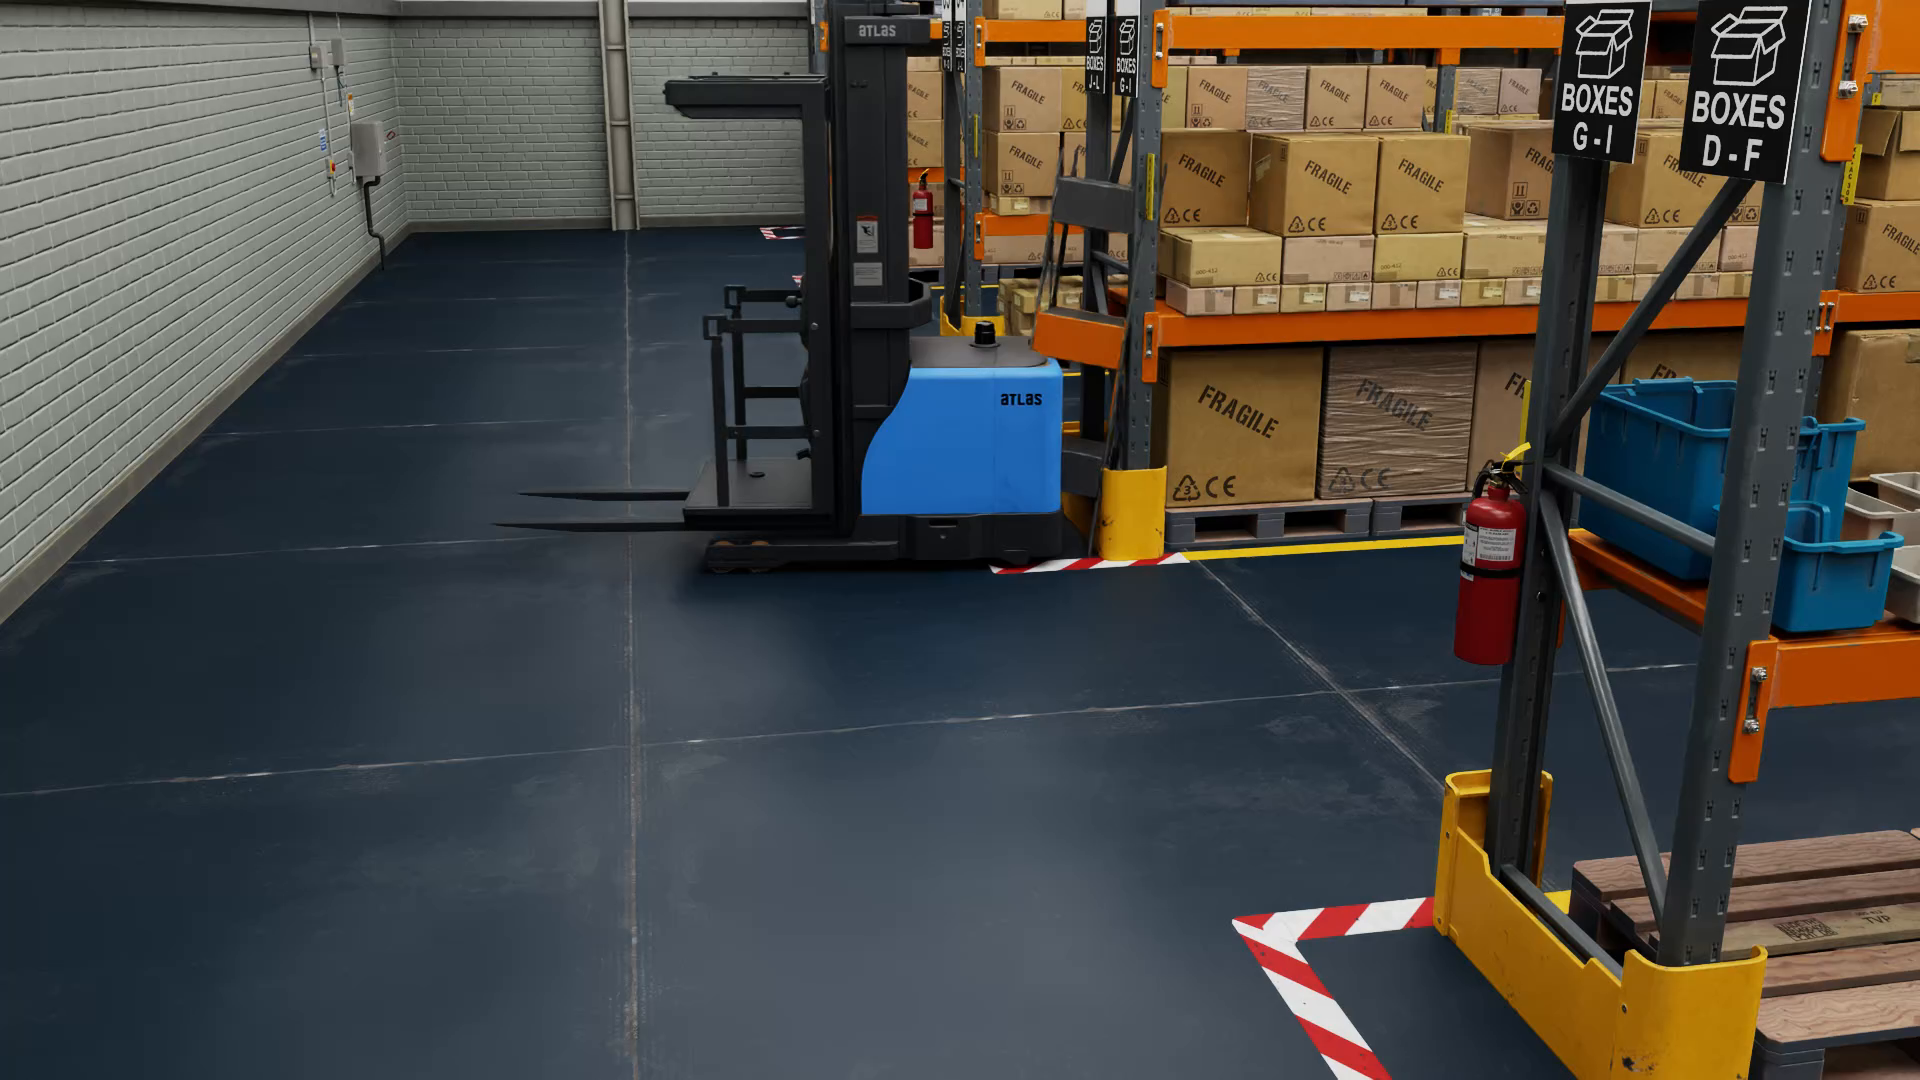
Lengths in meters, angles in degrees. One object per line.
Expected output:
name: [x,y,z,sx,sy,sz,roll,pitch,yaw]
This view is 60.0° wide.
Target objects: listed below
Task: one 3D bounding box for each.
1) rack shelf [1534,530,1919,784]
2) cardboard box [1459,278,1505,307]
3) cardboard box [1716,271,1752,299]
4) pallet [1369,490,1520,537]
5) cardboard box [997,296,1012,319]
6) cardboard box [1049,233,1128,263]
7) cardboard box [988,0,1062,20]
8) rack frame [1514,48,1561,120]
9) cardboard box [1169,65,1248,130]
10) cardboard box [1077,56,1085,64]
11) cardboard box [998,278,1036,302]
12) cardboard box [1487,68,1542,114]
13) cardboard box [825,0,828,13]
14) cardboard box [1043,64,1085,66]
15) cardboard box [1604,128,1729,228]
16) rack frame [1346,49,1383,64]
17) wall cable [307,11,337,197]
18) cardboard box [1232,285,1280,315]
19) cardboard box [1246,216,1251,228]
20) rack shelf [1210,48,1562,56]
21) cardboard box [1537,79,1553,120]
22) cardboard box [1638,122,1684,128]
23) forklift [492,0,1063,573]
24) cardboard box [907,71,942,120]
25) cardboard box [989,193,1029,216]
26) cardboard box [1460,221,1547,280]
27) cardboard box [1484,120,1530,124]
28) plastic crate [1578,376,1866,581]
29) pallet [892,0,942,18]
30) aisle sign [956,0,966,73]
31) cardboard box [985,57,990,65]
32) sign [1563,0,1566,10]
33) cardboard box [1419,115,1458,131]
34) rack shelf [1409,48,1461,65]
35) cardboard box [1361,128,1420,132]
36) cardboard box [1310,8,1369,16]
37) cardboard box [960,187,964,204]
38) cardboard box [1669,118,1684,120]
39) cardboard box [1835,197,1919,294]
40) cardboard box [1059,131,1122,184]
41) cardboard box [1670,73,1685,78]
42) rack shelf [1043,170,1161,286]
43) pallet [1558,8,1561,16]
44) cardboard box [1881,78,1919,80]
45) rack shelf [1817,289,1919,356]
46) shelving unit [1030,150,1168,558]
rack shelf: [3.764,0.166,4.889,4.000,0.370,1.077,-3,17,-10]
cardboard box: [2.782,-1.385,9.141,0.250,0.149,0.380,-4,17,-12]
cardboard box: [4.298,-1.472,9.422,0.250,0.149,0.380,-3,17,-9]
pallet: [2.827,-0.296,9.915,1.213,0.211,1.003,-3,17,-10]
cardboard box: [0.483,-2.022,14.420,0.250,0.149,0.380,-4,17,-12]
cardboard box: [1.393,-3.496,19.234,0.875,0.438,0.875,-4,17,-12]
cardboard box: [0.509,-4.244,13.166,0.500,0.250,0.500,-3,17,-8]
rack frame: [6.836,-4.797,19.821,0.127,3.000,1.000,-3,17,-10]
cardboard box: [2.019,-3.628,13.637,0.500,0.500,0.500,-4,17,-12]
cardboard box: [1.399,-5.248,18.312,0.250,0.149,0.380,-4,17,-12]
cardboard box: [0.491,-2.155,14.346,0.250,0.149,0.380,-3,17,-10]
cardboard box: [6.378,-5.219,19.320,0.500,0.500,0.500,-4,17,-12]
cardboard box: [-1.579,-7.390,22.903,0.500,0.250,0.500,-4,17,-11]
cardboard box: [0.919,-3.724,13.946,0.500,0.500,0.500,-4,17,-12]
cardboard box: [3.895,-2.017,9.242,0.500,0.500,0.500,-3,17,-10]
rack frame: [5.890,-6.228,24.479,0.127,3.000,1.000,-3,17,-10]
wall cable: [-6.551,-4.531,17.172,0.123,1.953,0.585,-3,17,-10]
cardboard box: [1.524,-1.314,8.909,0.250,0.149,0.380,-4,17,-11]
cardboard box: [1.785,-1.697,9.476,0.500,0.250,0.500,-4,17,-11]
rack shelf: [4.872,-5.776,19.124,4.000,0.370,1.077,-3,17,-10]
cardboard box: [7.229,-5.293,20.045,0.500,0.500,0.500,-4,17,-12]
cardboard box: [4.270,-2.193,9.816,0.500,0.500,0.500,-3,17,-10]
forklift: [-0.982,-1.384,8.826,3.031,2.935,1.130,0,17,-2]
cardboard box: [-0.494,-4.822,18.029,0.500,0.500,0.500,-4,17,-12]
cardboard box: [0.400,-2.734,13.531,0.250,0.149,0.380,-3,17,-11]
cardboard box: [2.898,-1.602,9.169,0.500,0.250,0.500,-4,17,-12]
cardboard box: [4.821,-3.626,14.707,0.250,0.149,0.380,-4,17,-12]
plastic crate: [2.094,-0.185,4.643,0.499,0.435,0.616,-3,17,-10]
pallet: [-0.293,-5.787,18.087,1.213,0.211,1.003,-3,17,-10]
aisle sign: [0.004,-4.082,13.066,0.004,0.787,0.394,-3,17,-10]
cardboard box: [0.158,-5.164,18.037,0.250,0.149,0.380,-4,17,-12]
sign: [1.680,-1.608,4.509,0.005,0.325,0.100,-3,17,-10]
cardboard box: [5.407,-4.800,19.235,0.500,0.250,0.500,-4,17,-12]
rack shelf: [5.910,-4.354,14.496,4.000,0.370,1.077,-3,17,-10]
cardboard box: [3.525,-3.235,14.057,0.500,0.500,0.500,-3,17,-10]
cardboard box: [3.024,-4.385,13.628,0.500,0.250,0.500,-3,17,-11]
cardboard box: [0.039,-4.832,23.476,0.500,0.500,0.500,-3,17,-9]
cardboard box: [6.618,-3.728,15.041,0.250,0.149,0.380,-4,18,-13]
cardboard box: [5.287,-1.719,9.629,0.500,0.500,0.500,-3,17,-10]
cardboard box: [1.033,-3.103,13.628,0.500,0.500,0.500,-3,17,-10]
cardboard box: [10.675,-6.940,25.017,0.250,0.149,0.380,-4,17,-11]
rack shelf: [0.757,-1.651,8.773,0.480,0.518,0.431,12,16,14]
pallet: [5.591,-4.559,14.258,1.003,0.211,1.213,-3,17,-10]
cardboard box: [8.813,-3.952,15.197,0.500,0.500,0.700,-3,17,-11]
rack shelf: [6.752,-1.485,10.263,4.000,0.370,1.077,-3,17,-10]
shelving unit: [0.663,-0.996,8.955,0.503,2.100,0.431,12,16,14]
